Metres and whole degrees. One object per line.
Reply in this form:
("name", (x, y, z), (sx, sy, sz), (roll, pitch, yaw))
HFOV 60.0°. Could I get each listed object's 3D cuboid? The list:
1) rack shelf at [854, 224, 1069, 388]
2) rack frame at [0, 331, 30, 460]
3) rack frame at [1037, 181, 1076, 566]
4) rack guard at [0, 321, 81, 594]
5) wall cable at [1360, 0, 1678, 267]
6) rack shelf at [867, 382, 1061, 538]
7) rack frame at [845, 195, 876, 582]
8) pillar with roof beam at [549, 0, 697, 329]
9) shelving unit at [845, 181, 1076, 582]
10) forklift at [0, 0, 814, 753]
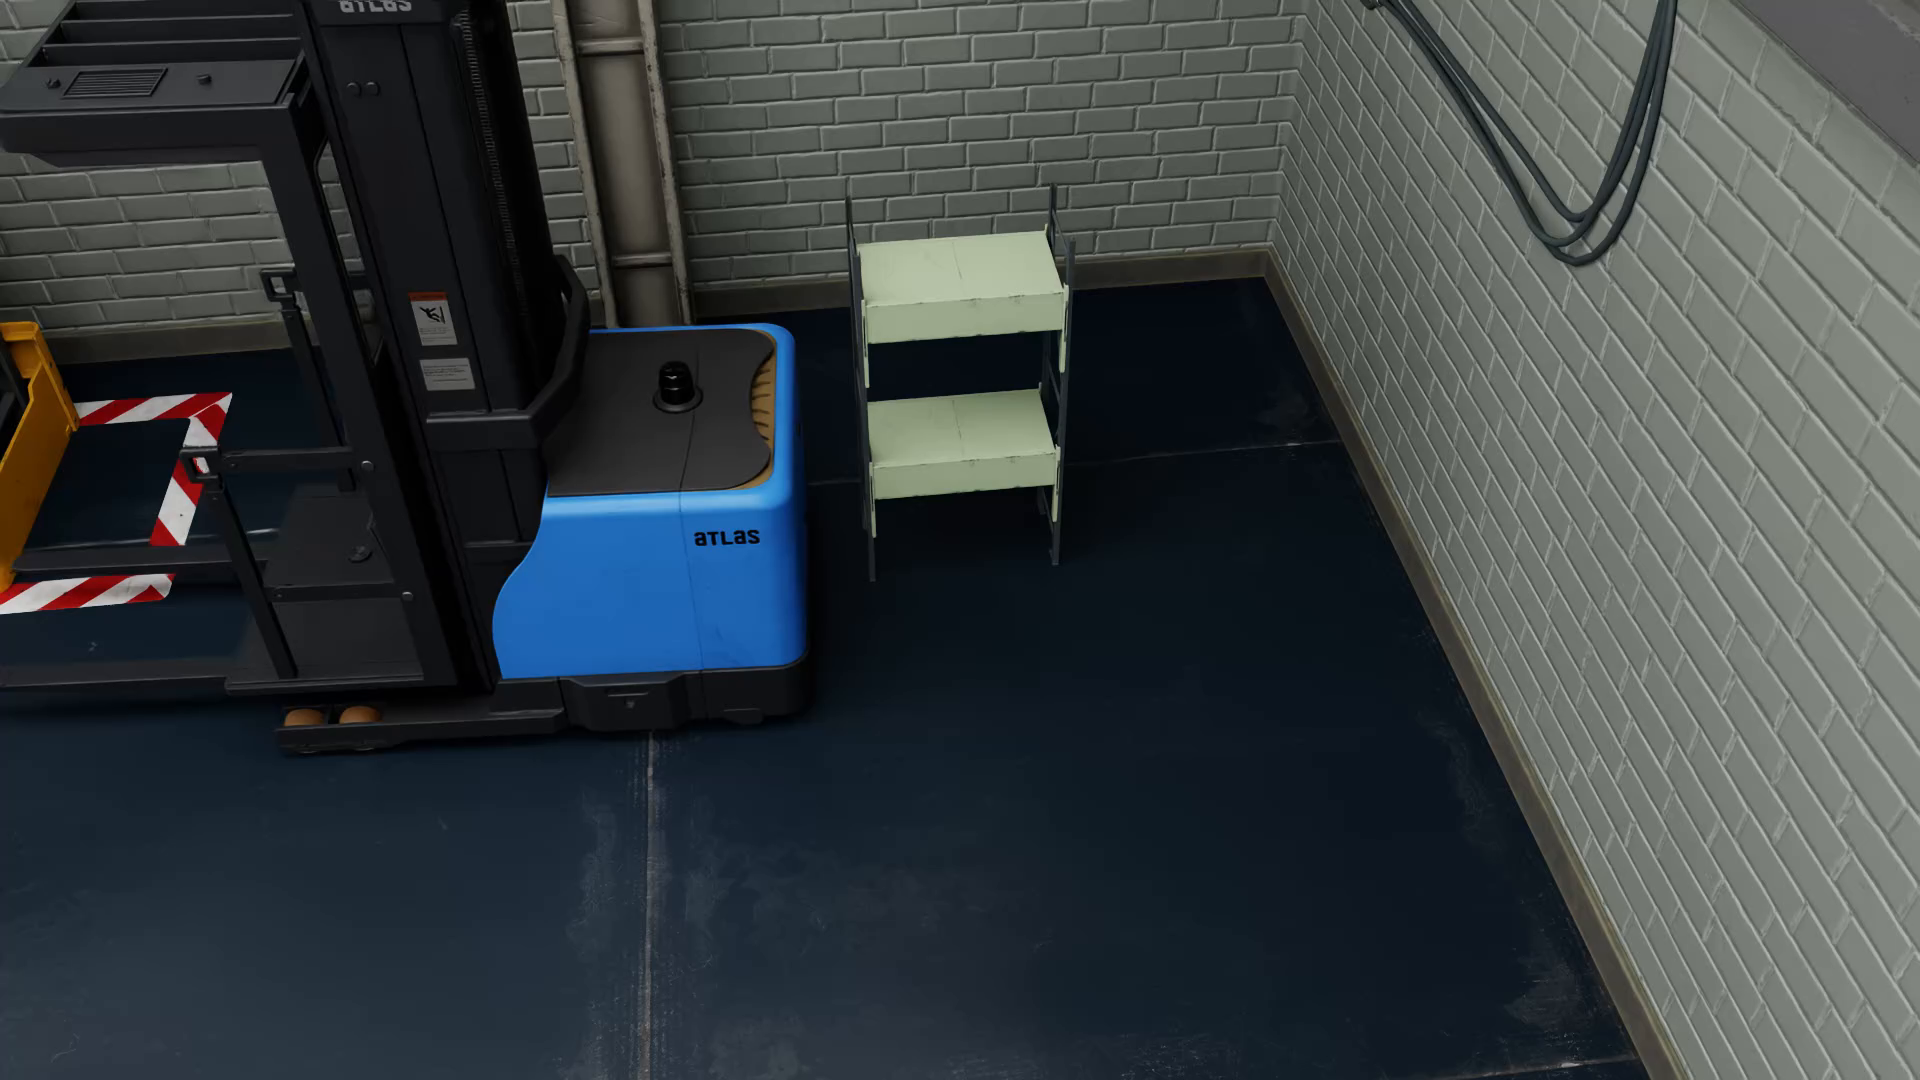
("rack shelf", (-0.007, -0.846, 5.986), (0.720, 0.370, 0.431), (-5, 42, -6))
("rack frame", (-4.001, -1.267, 5.915), (0.127, 3.000, 1.000), (-5, 42, -6))
("rack frame", (0.356, -0.588, 6.282), (0.023, 1.500, 0.400), (-5, 42, -6))
("rack guard", (-3.977, -0.341, 6.755), (0.348, 0.500, 1.175), (-5, 42, -6))
("wall cable", (1.653, -2.596, 5.228), (0.112, 2.526, 3.097), (-5, 42, -6))
("rack shelf", (-0.007, -0.314, 6.465), (0.720, 0.370, 0.431), (-5, 42, -6))
("rack frame", (-0.370, -0.525, 6.212), (0.023, 1.500, 0.400), (-5, 42, -6))
("pillar with roof beam", (-0.878, -1.445, 1.633), (0.400, 9.000, 9.100), (-5, 42, -6))
("shelving unit", (-0.007, -0.556, 6.247), (0.755, 1.500, 0.431), (-5, 42, -6))
("forklift", (-2.068, -0.699, 5.336), (3.031, 2.935, 1.130), (-3, 42, -3))
